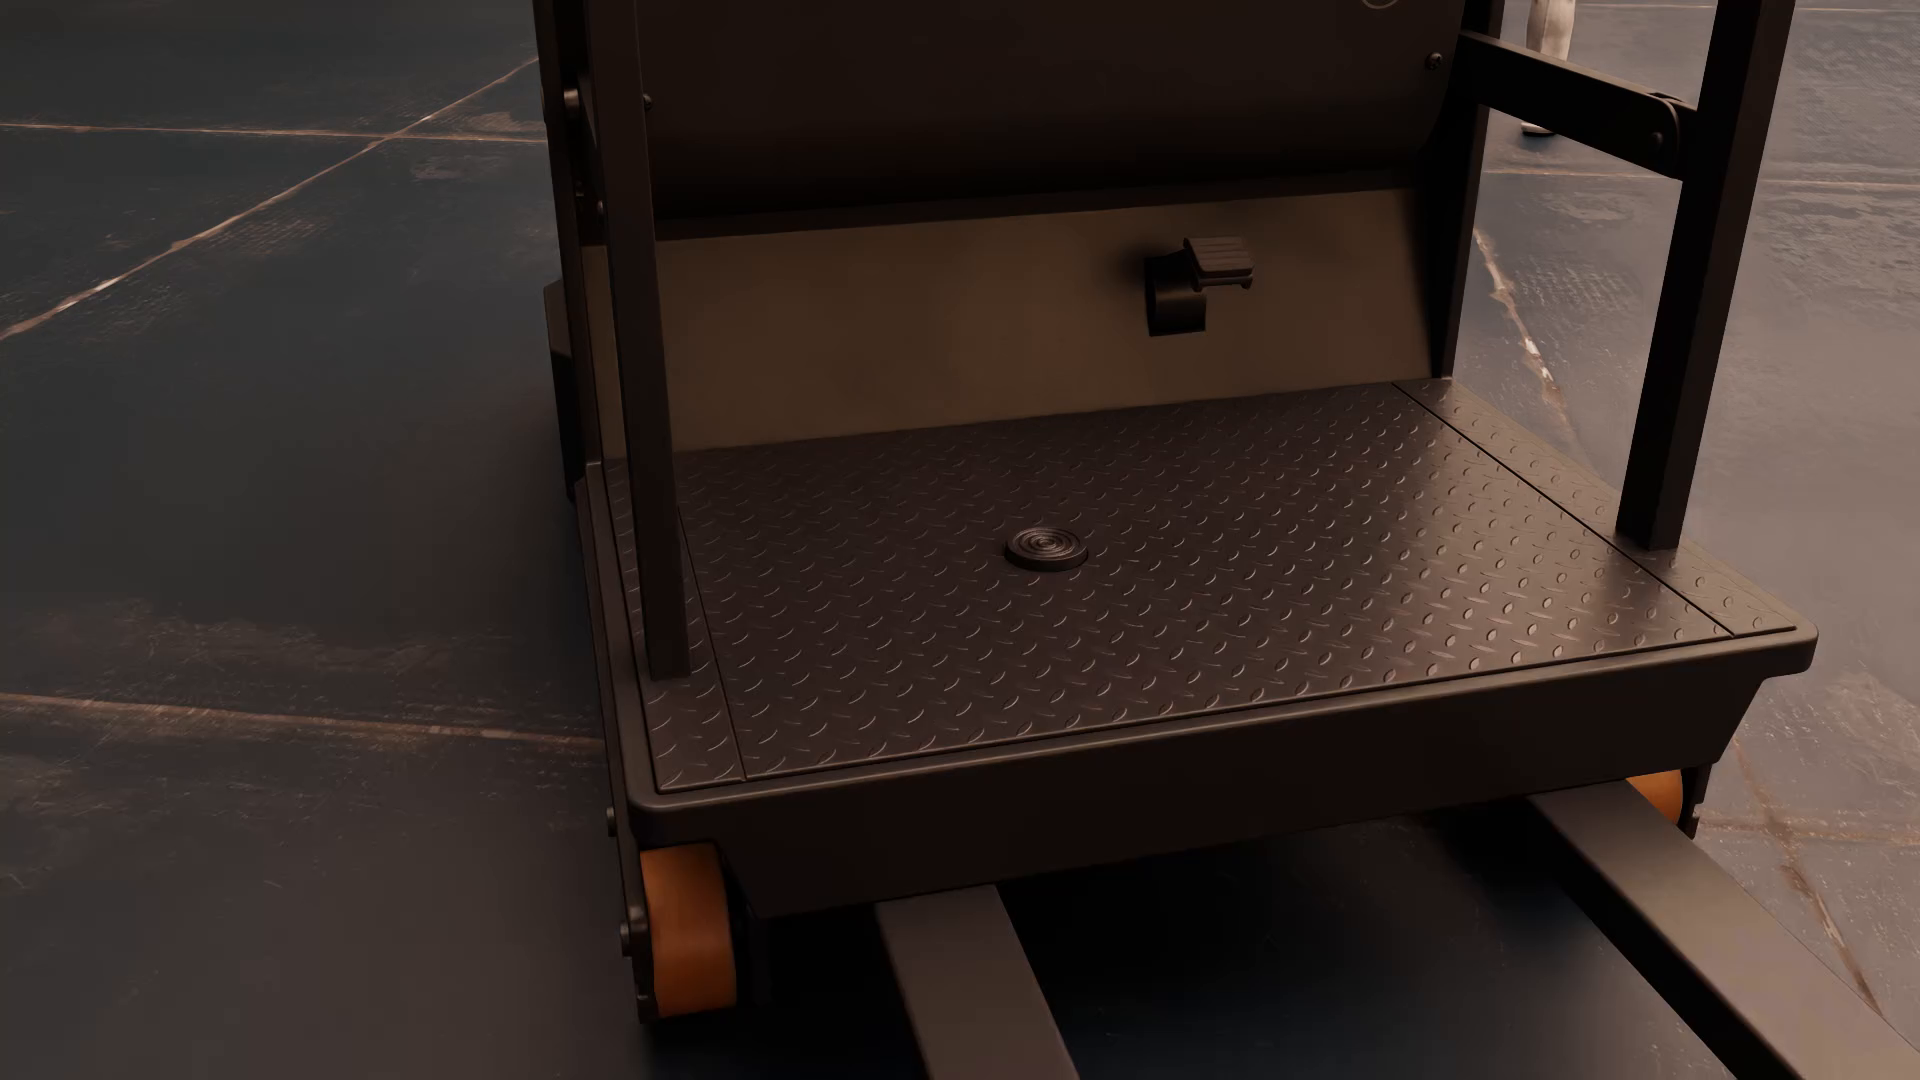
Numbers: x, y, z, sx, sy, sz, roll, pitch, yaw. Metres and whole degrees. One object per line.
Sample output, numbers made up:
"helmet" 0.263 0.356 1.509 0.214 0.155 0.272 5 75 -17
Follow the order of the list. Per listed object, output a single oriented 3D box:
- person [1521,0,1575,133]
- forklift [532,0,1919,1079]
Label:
"person" 1.592 -2.003 4.655 0.538 1.663 0.377 14 30 27
"forklift" 0.153 -1.049 1.319 1.130 2.935 3.031 -7 27 -13
